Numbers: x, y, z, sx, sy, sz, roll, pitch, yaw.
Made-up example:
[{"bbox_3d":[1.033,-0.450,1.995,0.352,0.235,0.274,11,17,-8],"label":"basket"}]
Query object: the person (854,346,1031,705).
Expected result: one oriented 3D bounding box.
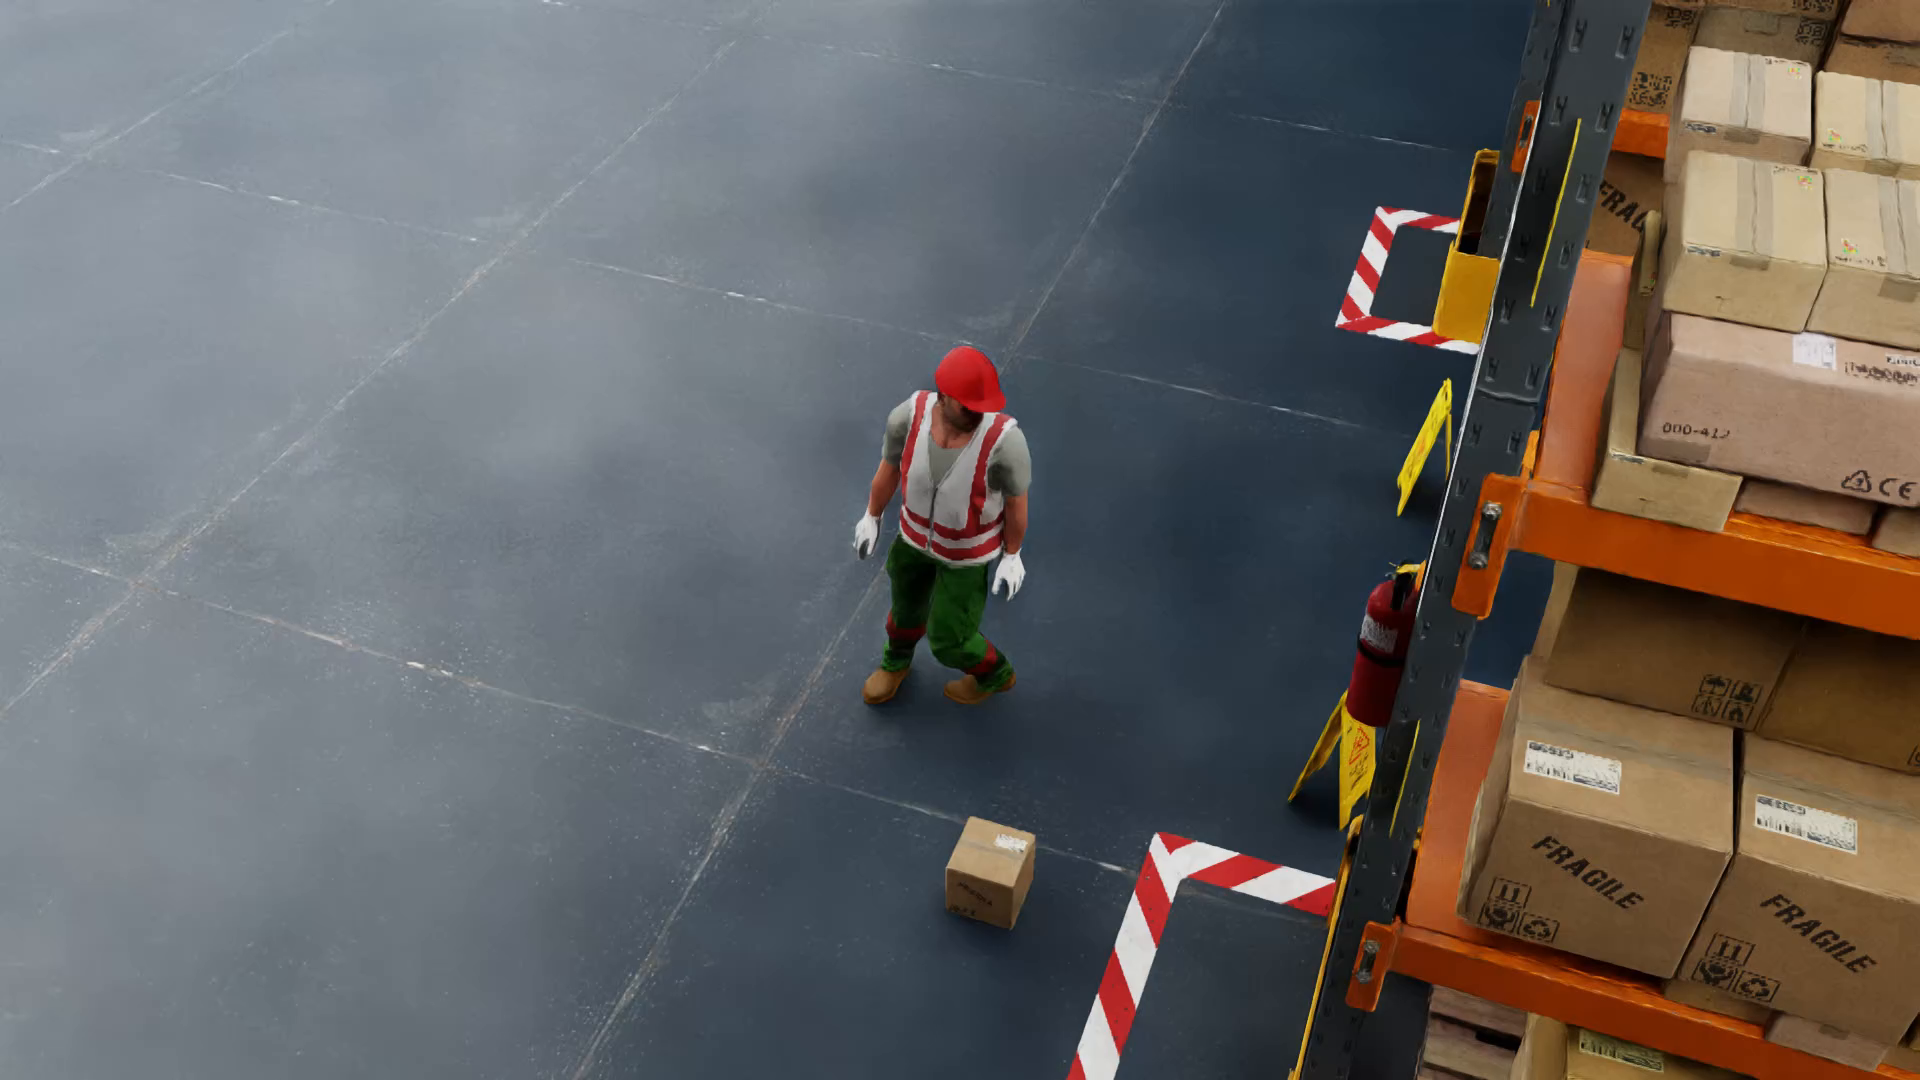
[{"bbox_3d":[-0.074,-0.004,6.151,0.645,1.762,0.420,23,46,24],"label":"person"}]
